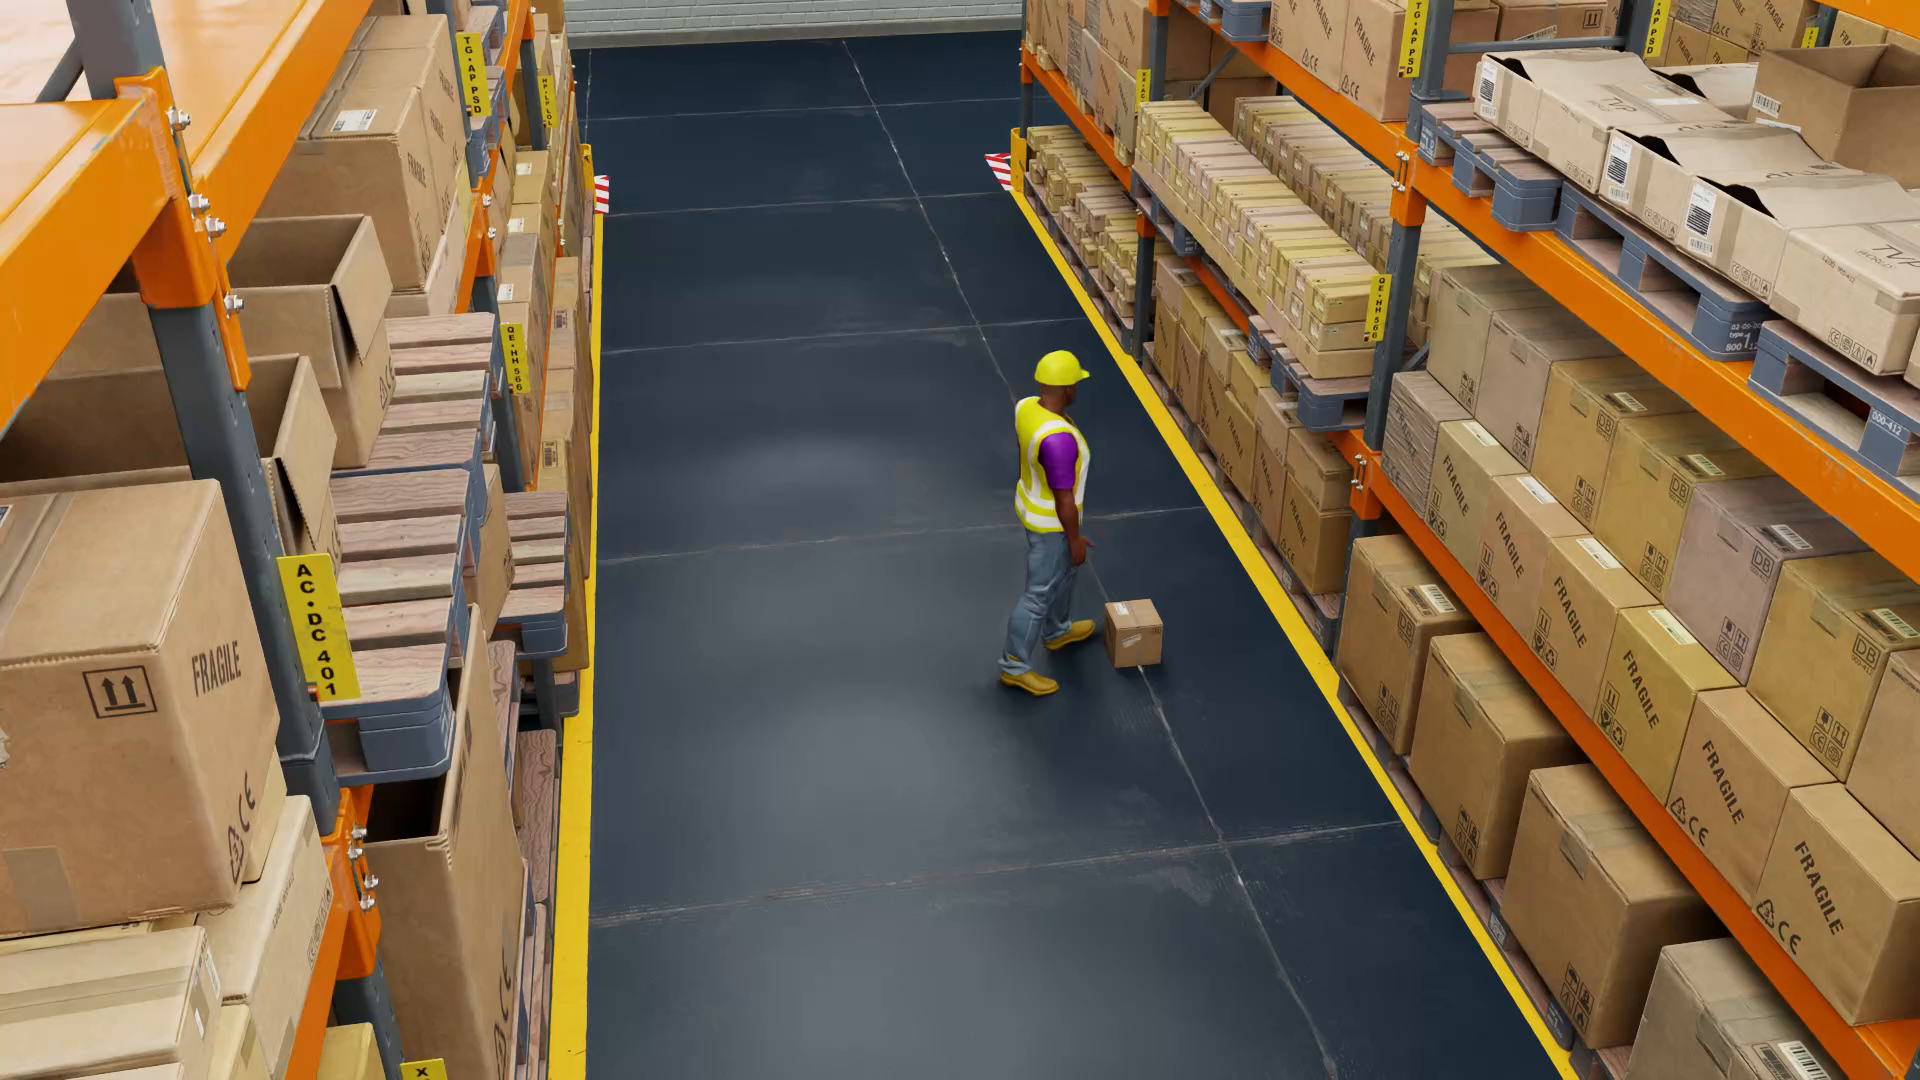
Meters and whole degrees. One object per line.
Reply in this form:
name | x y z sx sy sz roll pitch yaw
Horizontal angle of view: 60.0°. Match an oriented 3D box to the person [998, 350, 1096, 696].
person | 0.468 -0.118 8.330 0.606 1.761 0.608 -6 31 -9
